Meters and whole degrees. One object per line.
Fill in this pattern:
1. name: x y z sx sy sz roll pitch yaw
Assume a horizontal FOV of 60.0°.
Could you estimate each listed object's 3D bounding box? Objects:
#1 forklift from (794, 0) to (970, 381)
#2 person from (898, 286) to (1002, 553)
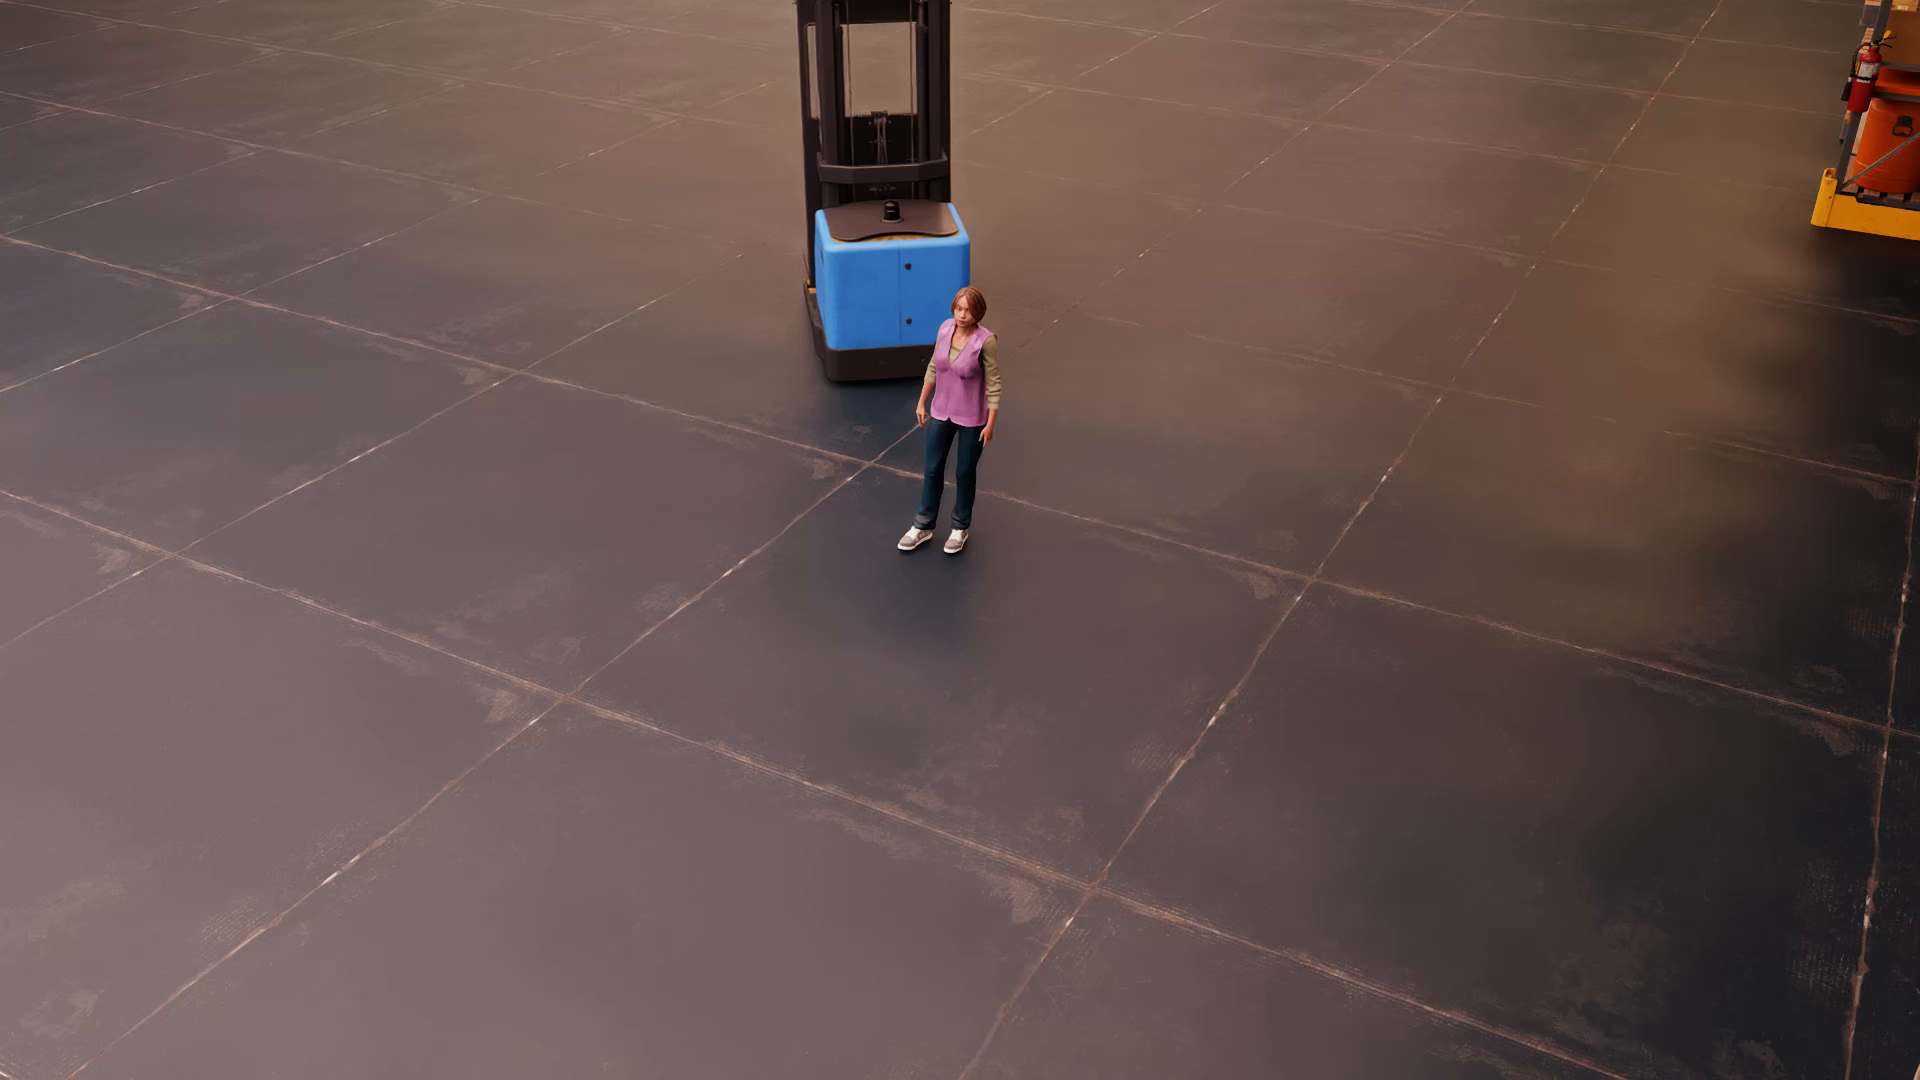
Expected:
1. forklift: -0.654 -3.114 12.466 1.130 2.935 3.031 -5 30 -8
2. person: -0.048 -0.668 9.549 0.521 1.599 0.473 15 33 25
